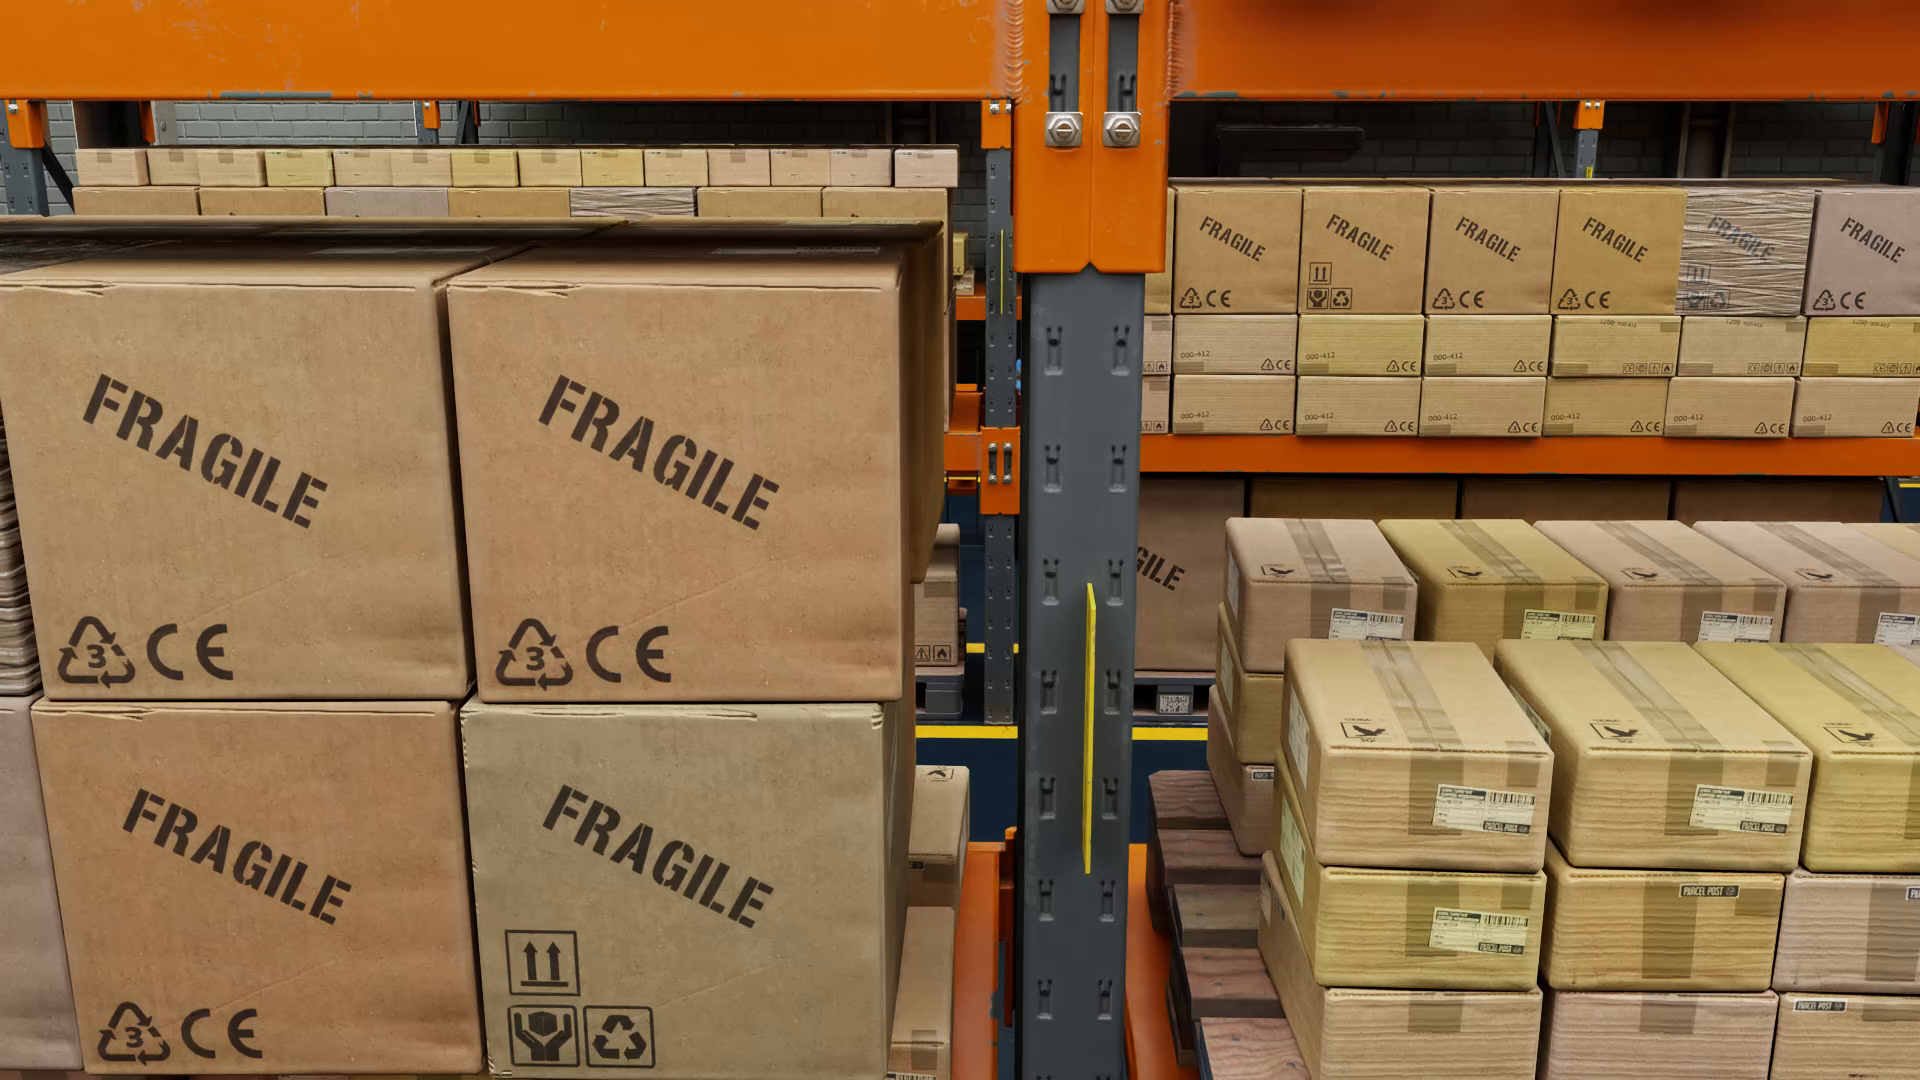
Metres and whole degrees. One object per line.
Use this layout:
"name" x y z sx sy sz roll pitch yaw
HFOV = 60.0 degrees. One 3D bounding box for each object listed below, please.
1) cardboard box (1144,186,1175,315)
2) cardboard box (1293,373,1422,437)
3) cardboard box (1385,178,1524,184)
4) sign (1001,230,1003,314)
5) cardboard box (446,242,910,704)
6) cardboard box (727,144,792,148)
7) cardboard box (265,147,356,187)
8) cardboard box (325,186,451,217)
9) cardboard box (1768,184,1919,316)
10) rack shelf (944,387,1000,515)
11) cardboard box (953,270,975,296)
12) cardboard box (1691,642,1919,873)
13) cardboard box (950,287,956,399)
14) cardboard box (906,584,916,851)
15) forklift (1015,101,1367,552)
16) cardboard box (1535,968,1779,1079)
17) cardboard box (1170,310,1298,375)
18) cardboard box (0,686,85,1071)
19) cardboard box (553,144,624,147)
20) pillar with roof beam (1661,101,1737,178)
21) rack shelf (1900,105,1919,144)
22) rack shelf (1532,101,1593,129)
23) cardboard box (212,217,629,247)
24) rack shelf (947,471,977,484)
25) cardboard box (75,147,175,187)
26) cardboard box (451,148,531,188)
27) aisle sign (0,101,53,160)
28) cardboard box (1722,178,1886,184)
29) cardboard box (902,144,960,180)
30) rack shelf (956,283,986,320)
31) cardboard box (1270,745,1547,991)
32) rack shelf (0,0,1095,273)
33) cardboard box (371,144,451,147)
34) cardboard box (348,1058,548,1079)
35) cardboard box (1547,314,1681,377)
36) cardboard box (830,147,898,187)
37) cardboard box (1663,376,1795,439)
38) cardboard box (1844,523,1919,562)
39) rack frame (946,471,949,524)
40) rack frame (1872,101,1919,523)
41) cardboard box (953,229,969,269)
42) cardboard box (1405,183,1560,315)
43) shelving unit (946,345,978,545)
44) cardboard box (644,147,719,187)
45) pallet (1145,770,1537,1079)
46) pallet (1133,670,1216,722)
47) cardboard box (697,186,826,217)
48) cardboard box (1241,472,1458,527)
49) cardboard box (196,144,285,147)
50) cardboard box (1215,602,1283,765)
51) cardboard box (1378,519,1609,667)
"cardboard box" 0.614 -1.220 6.927 0.500 0.500 0.500 1 15 2
"cardboard box" 1.643 -0.611 7.070 0.500 0.250 0.500 0 15 1
"cardboard box" 2.176 -1.348 7.412 0.500 0.500 0.500 1 15 2
"sign" 0.168 -1.079 6.699 0.005 0.325 0.100 0 15 1
"cardboard box" -0.321 -0.111 2.141 0.500 0.500 0.500 0 15 -1
"cardboard box" -0.888 -1.683 7.413 0.250 0.149 0.380 0 15 1
"cardboard box" -2.686 -1.551 6.911 0.250 0.149 0.380 0 15 0
"cardboard box" -2.314 -1.243 7.016 0.500 0.500 0.500 0 15 1
"cardboard box" 3.656 -1.206 6.877 0.500 0.500 0.500 0 15 0
"rack shelf" -1.818 -0.429 7.497 4.000 0.370 1.077 0 15 1
"cardboard box" -0.021 -1.846 11.950 0.250 0.149 0.380 1 15 2
"cardboard box" 1.073 0.252 2.007 0.250 0.149 0.380 1 15 2
"cardboard box" -0.281 -0.882 7.608 0.500 0.500 0.500 1 15 3
"cardboard box" -0.333 0.239 2.774 0.500 0.500 0.500 0 15 0
"forklift" 1.783 -1.373 9.798 3.031 2.935 1.130 1 15 5
"cardboard box" 0.815 0.538 2.092 0.250 0.149 0.380 1 15 2
"cardboard box" 1.136 -0.862 7.042 0.500 0.250 0.500 1 15 2
"cardboard box" -1.351 0.368 2.284 0.500 0.500 0.500 0 15 1
"cardboard box" -1.650 -1.692 7.447 0.250 0.149 0.380 0 15 2
"pillar with roof beam" 5.519 -4.028 7.967 0.400 9.000 9.100 0 15 1
"rack shelf" 6.179 -1.827 6.917 4.000 0.370 1.077 0 15 1
"rack shelf" 2.303 -3.119 11.813 4.000 0.370 1.077 0 15 1
"cardboard box" -0.808 -0.241 2.635 0.500 0.500 0.500 0 15 0
"rack shelf" 0.014 -0.421 10.229 0.180 0.103 0.258 0 15 1
"cardboard box" -3.470 -1.563 6.955 0.250 0.149 0.380 1 15 3
"cardboard box" -1.921 -1.542 6.876 0.250 0.149 0.380 0 15 0
"aisle sign" -3.897 -1.974 6.844 0.004 0.787 0.394 0 15 1
"cardboard box" 3.693 -1.335 7.365 0.500 0.500 0.500 0 15 0
"cardboard box" -0.128 -1.678 7.391 0.250 0.149 0.380 0 15 1
"rack shelf" -1.695 -1.695 12.295 4.000 0.370 1.077 0 15 1
"cardboard box" 0.538 0.393 2.055 0.250 0.149 0.380 1 15 2
"rack shelf" -1.844 -0.617 2.327 4.000 0.370 1.077 0 15 1
"cardboard box" -2.429 -1.677 7.387 0.250 0.149 0.380 0 15 1
"cardboard box" -0.662 0.687 2.347 0.250 0.149 0.380 1 15 4
"cardboard box" 2.664 -0.846 6.981 0.500 0.250 0.500 0 15 0
"cardboard box" -0.396 -1.560 6.944 0.250 0.149 0.380 1 15 3
"cardboard box" 3.156 -0.602 7.035 0.500 0.250 0.500 1 15 2
"cardboard box" 1.597 0.090 2.620 0.250 0.149 0.380 0 15 0
"rack frame" -0.077 -0.581 10.189 0.006 1.200 0.240 0 15 1
"rack frame" 4.180 -0.738 7.257 0.127 3.000 1.000 0 15 1
"cardboard box" -0.184 -2.173 12.408 0.500 0.250 0.500 0 15 1
"cardboard box" 2.141 -1.218 6.919 0.500 0.500 0.500 0 15 1
"shelving unit" 0.014 -0.580 10.187 0.189 1.200 0.258 0 15 1
"cardboard box" -1.149 -1.553 6.920 0.250 0.149 0.380 0 15 1
"pallet" 0.916 0.634 2.434 1.213 0.211 1.003 0 15 1
"pallet" 0.954 0.570 7.765 1.213 0.211 1.003 0 15 1
"cardboard box" -0.805 -1.234 6.981 0.500 0.500 0.500 0 15 1
"cardboard box" 1.706 0.048 7.620 0.875 0.875 0.875 1 15 3
"cardboard box" -3.199 -1.689 7.433 0.250 0.149 0.380 1 15 2
"cardboard box" 0.558 0.226 2.690 0.250 0.149 0.380 1 15 3
"cardboard box" 0.831 0.084 2.644 0.250 0.149 0.380 0 15 0
